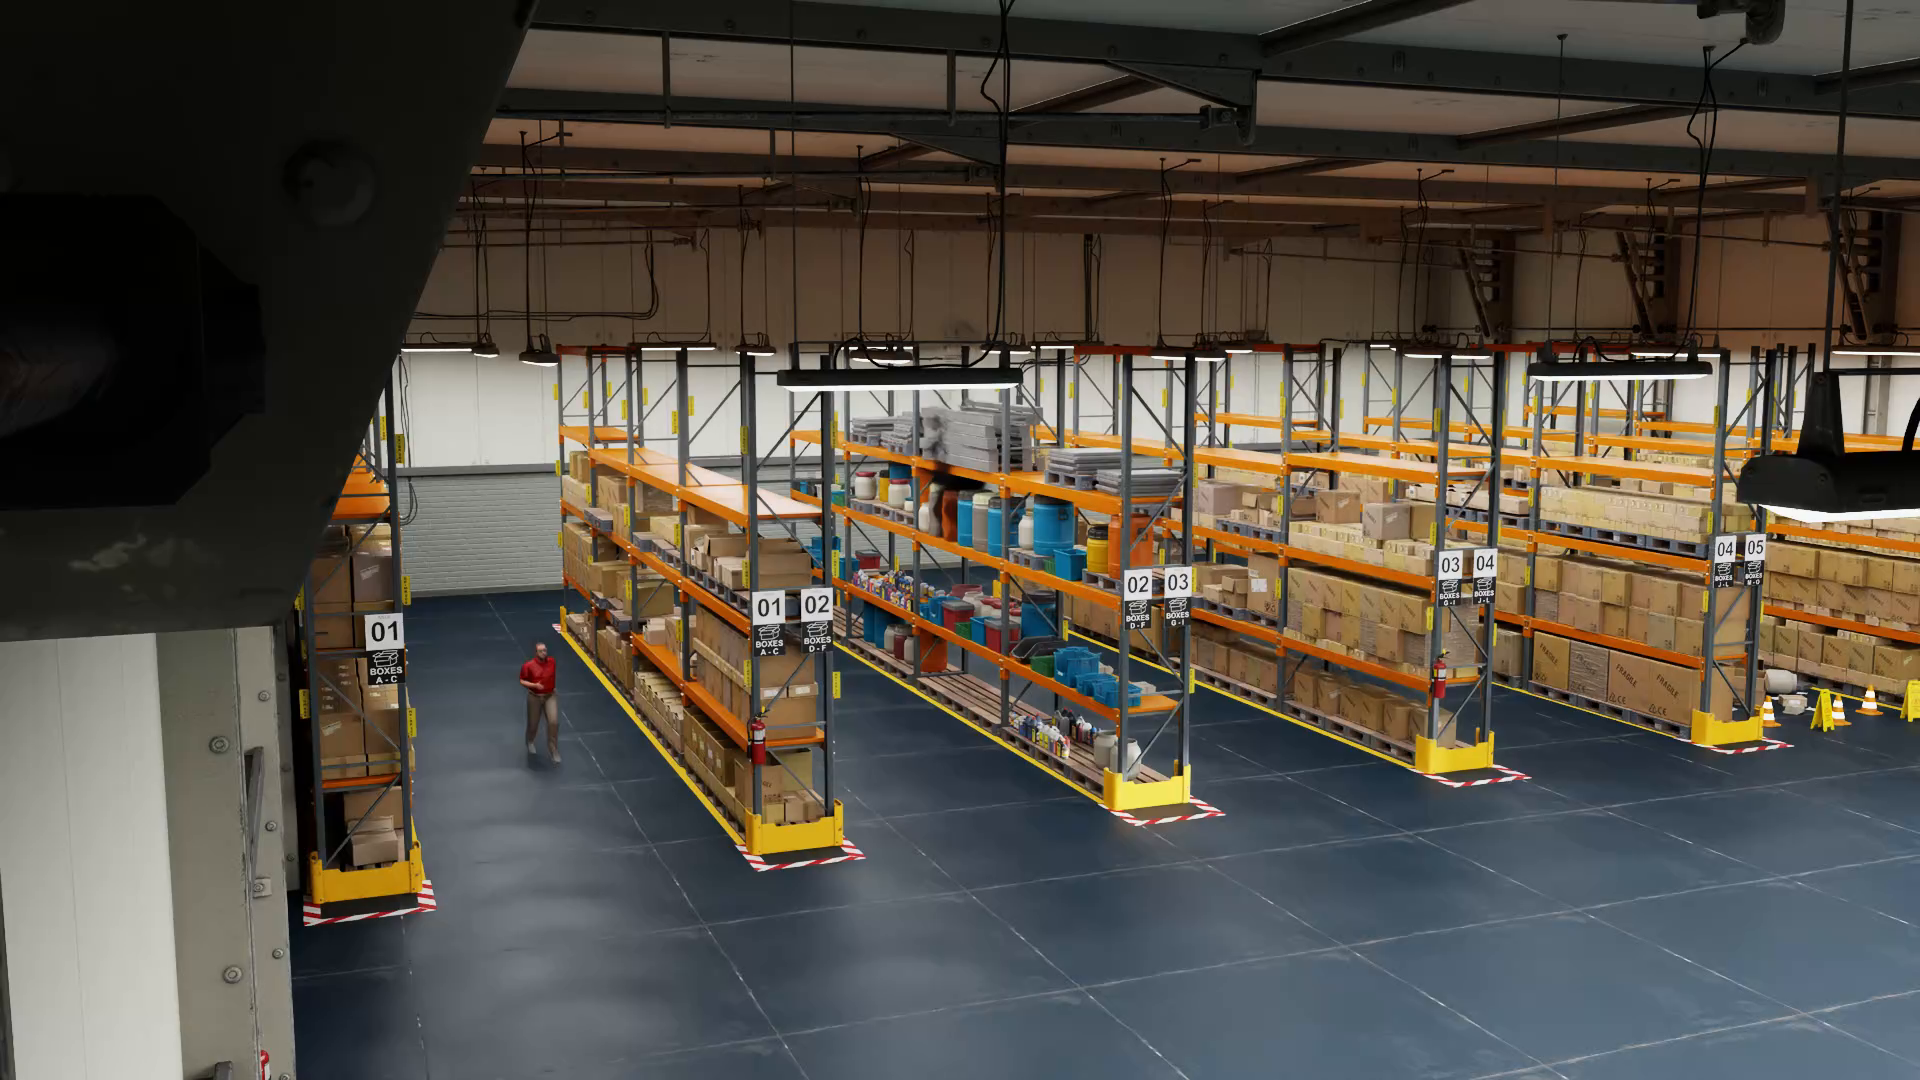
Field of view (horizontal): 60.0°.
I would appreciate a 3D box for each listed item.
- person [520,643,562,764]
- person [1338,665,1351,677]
[{"bbox_3d":[-6.192,2.370,24.501,0.608,1.767,0.909,-4,8,-29],"label":"person"},{"bbox_3d":[7.090,1.656,29.933,0.624,1.767,0.663,-3,8,-23],"label":"person"}]
